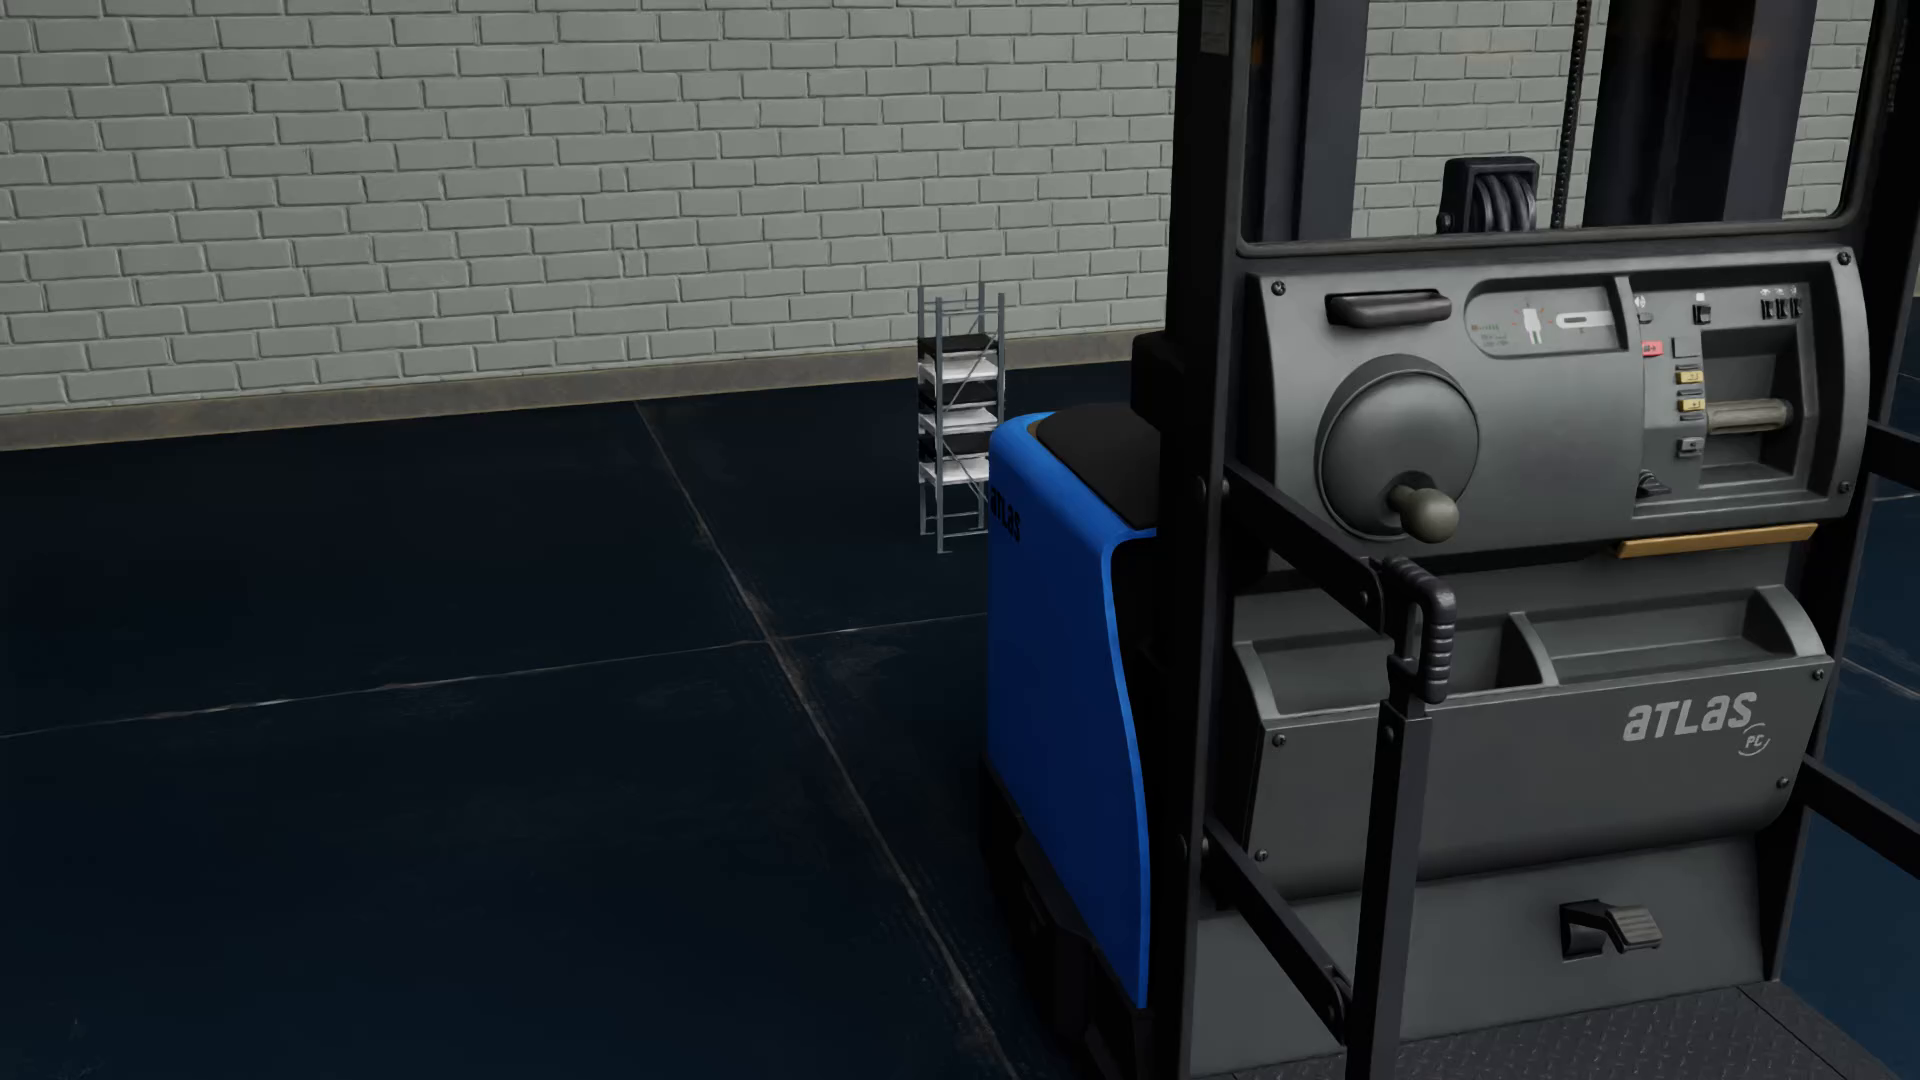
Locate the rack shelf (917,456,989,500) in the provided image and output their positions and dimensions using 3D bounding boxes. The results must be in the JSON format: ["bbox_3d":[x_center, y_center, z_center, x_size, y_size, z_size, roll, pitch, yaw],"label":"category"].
[{"bbox_3d":[0.003,-0.220,5.829,0.258,0.077,0.200,-6,21,-17],"label":"rack shelf"}]

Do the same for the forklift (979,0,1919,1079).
[{"bbox_3d":[0.907,-0.191,2.112,1.130,2.935,3.031,-5,20,-14],"label":"forklift"}]

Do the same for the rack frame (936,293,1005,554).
[{"bbox_3d":[0.034,-0.388,5.666,0.240,0.900,0.006,-6,21,-17],"label":"rack frame"}]

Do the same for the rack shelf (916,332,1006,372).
[{"bbox_3d":[0.003,-0.644,5.677,0.258,0.077,0.200,-6,21,-17],"label":"rack shelf"}]

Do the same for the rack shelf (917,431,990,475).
[{"bbox_3d":[0.003,-0.305,5.799,0.258,0.077,0.200,-6,21,-17],"label":"rack shelf"}]

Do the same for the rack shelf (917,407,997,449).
[{"bbox_3d":[0.003,-0.390,5.768,0.258,0.077,0.200,-6,21,-17],"label":"rack shelf"}]

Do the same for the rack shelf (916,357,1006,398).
[{"bbox_3d":[0.003,-0.559,5.708,0.258,0.077,0.200,-6,21,-17],"label":"rack shelf"}]

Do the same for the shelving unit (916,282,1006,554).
[{"bbox_3d":[0.003,-0.421,5.757,0.258,0.900,0.210,-6,21,-17],"label":"shelving unit"}]

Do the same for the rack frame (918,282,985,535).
[{"bbox_3d":[-0.029,-0.454,5.848,0.240,0.900,0.006,-6,21,-17],"label":"rack frame"}]

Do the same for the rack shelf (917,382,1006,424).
[{"bbox_3d":[0.003,-0.474,5.738,0.258,0.077,0.200,-6,21,-17],"label":"rack shelf"}]
